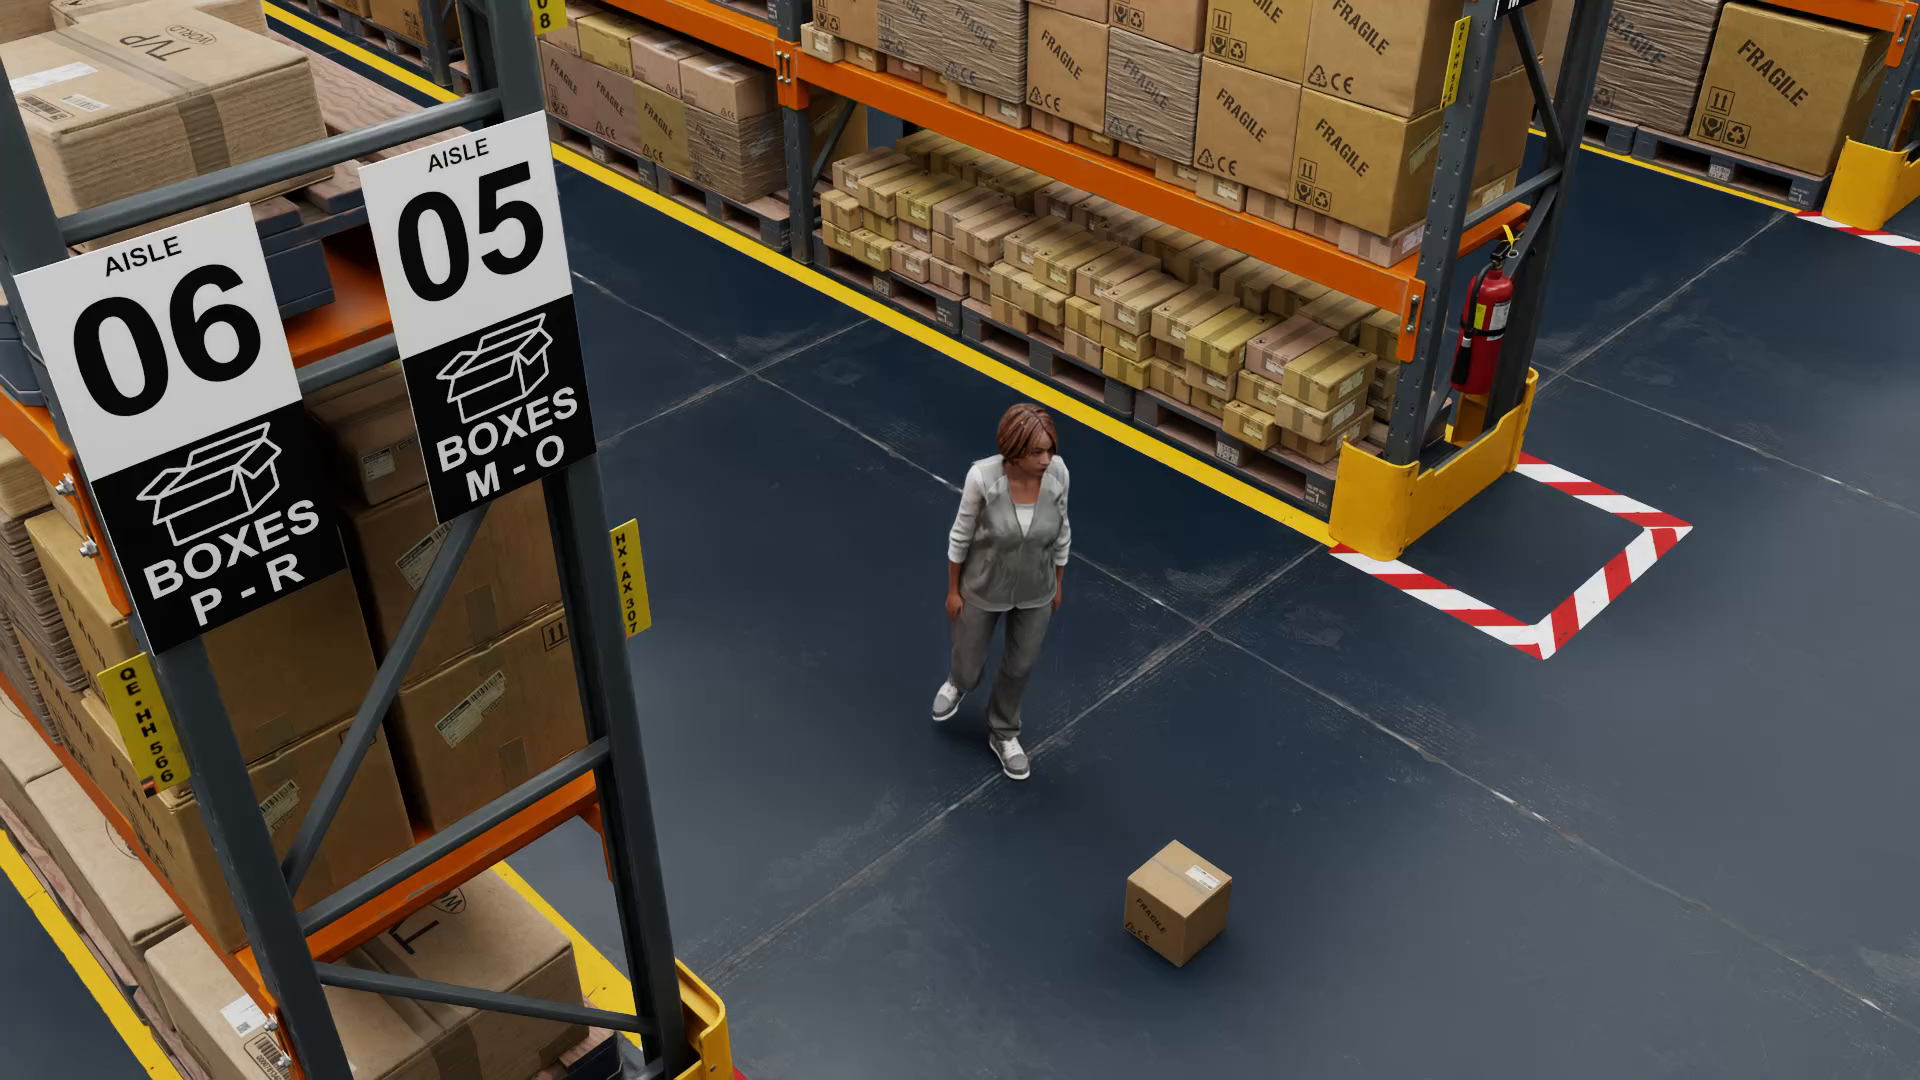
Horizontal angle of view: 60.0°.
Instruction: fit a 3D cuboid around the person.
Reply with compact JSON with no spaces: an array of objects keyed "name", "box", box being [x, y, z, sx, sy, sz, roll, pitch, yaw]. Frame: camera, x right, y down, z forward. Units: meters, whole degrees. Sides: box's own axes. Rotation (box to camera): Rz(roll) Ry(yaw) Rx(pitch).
[{"name":"person","box":[0.143,0.141,5.958,0.470,1.593,0.514,-7,37,-9]}]
